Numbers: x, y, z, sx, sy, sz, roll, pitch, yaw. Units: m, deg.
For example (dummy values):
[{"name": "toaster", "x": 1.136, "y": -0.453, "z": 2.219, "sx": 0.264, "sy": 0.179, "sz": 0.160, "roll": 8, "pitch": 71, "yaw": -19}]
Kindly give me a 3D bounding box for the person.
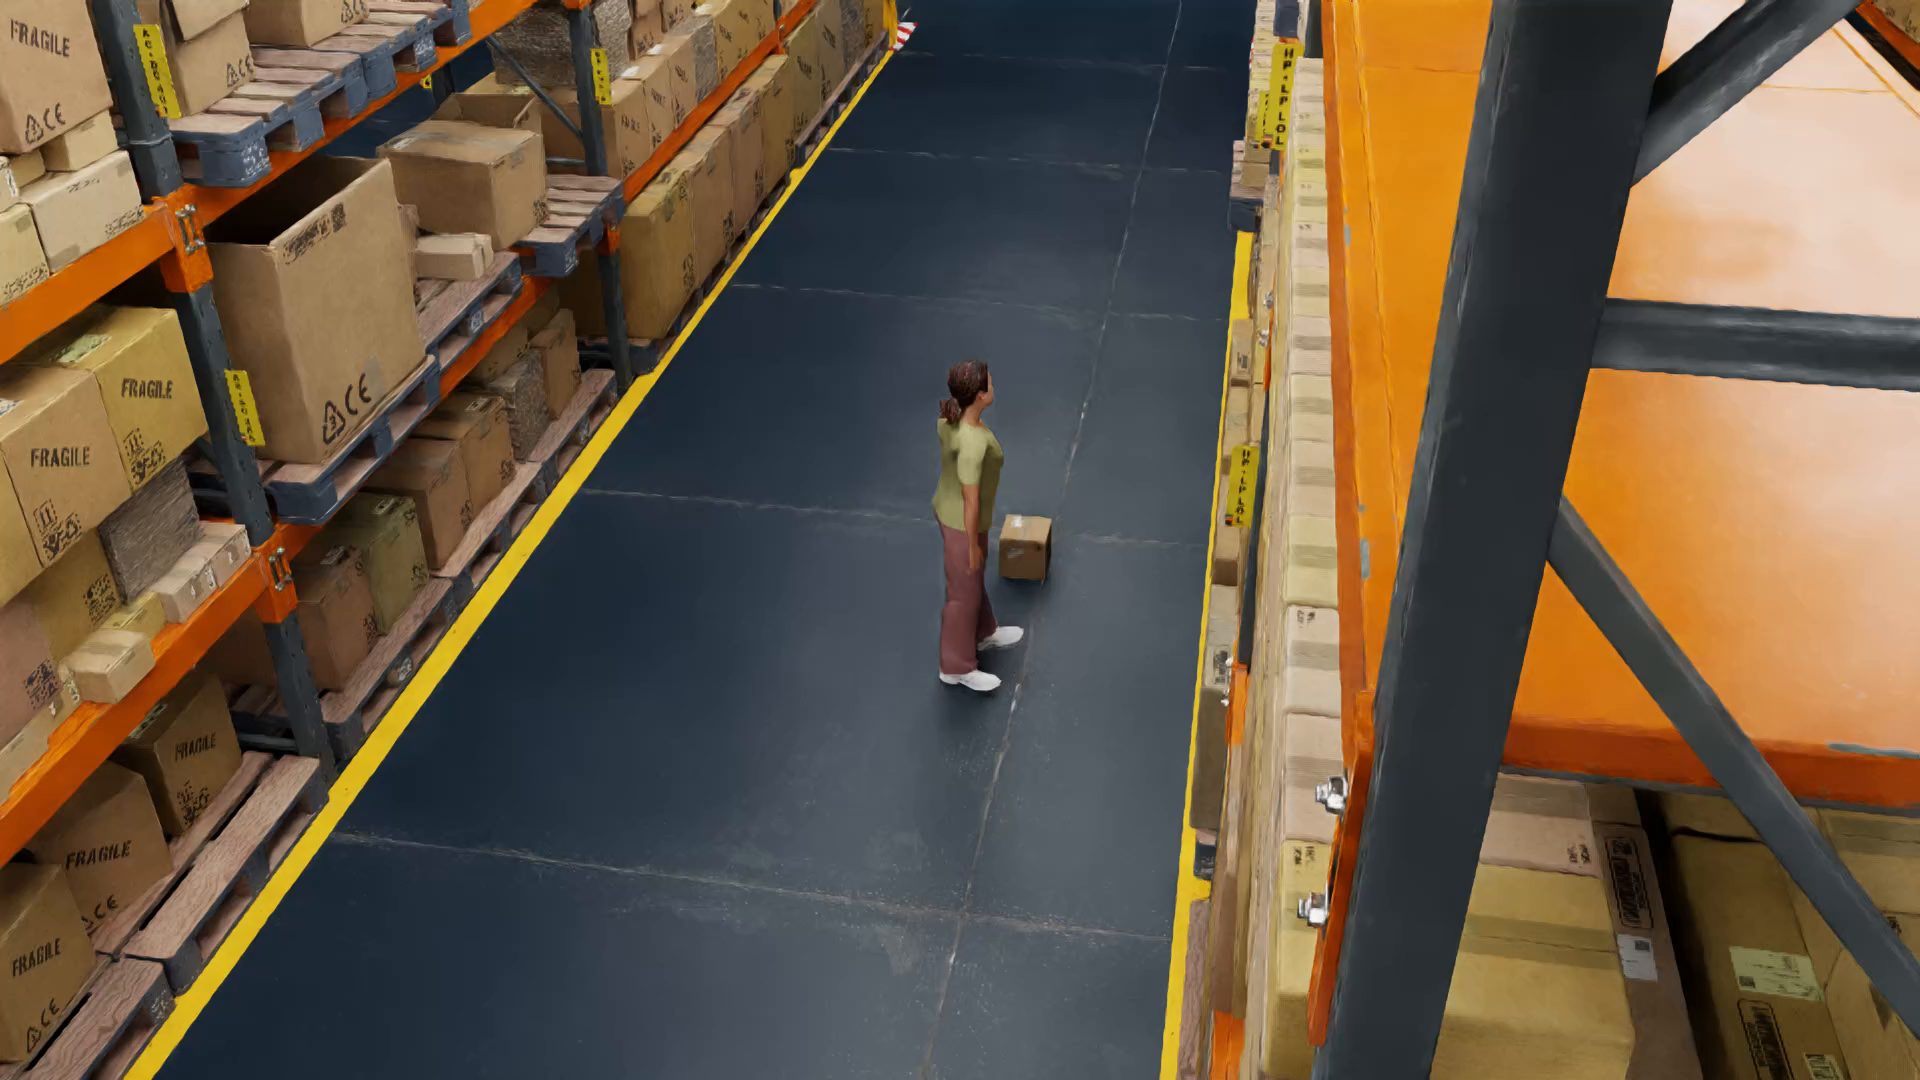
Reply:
[{"name": "person", "x": 0.112, "y": -0.081, "z": 7.852, "sx": 0.494, "sy": 1.660, "sz": 0.510, "roll": -9, "pitch": 34, "yaw": -14}]
